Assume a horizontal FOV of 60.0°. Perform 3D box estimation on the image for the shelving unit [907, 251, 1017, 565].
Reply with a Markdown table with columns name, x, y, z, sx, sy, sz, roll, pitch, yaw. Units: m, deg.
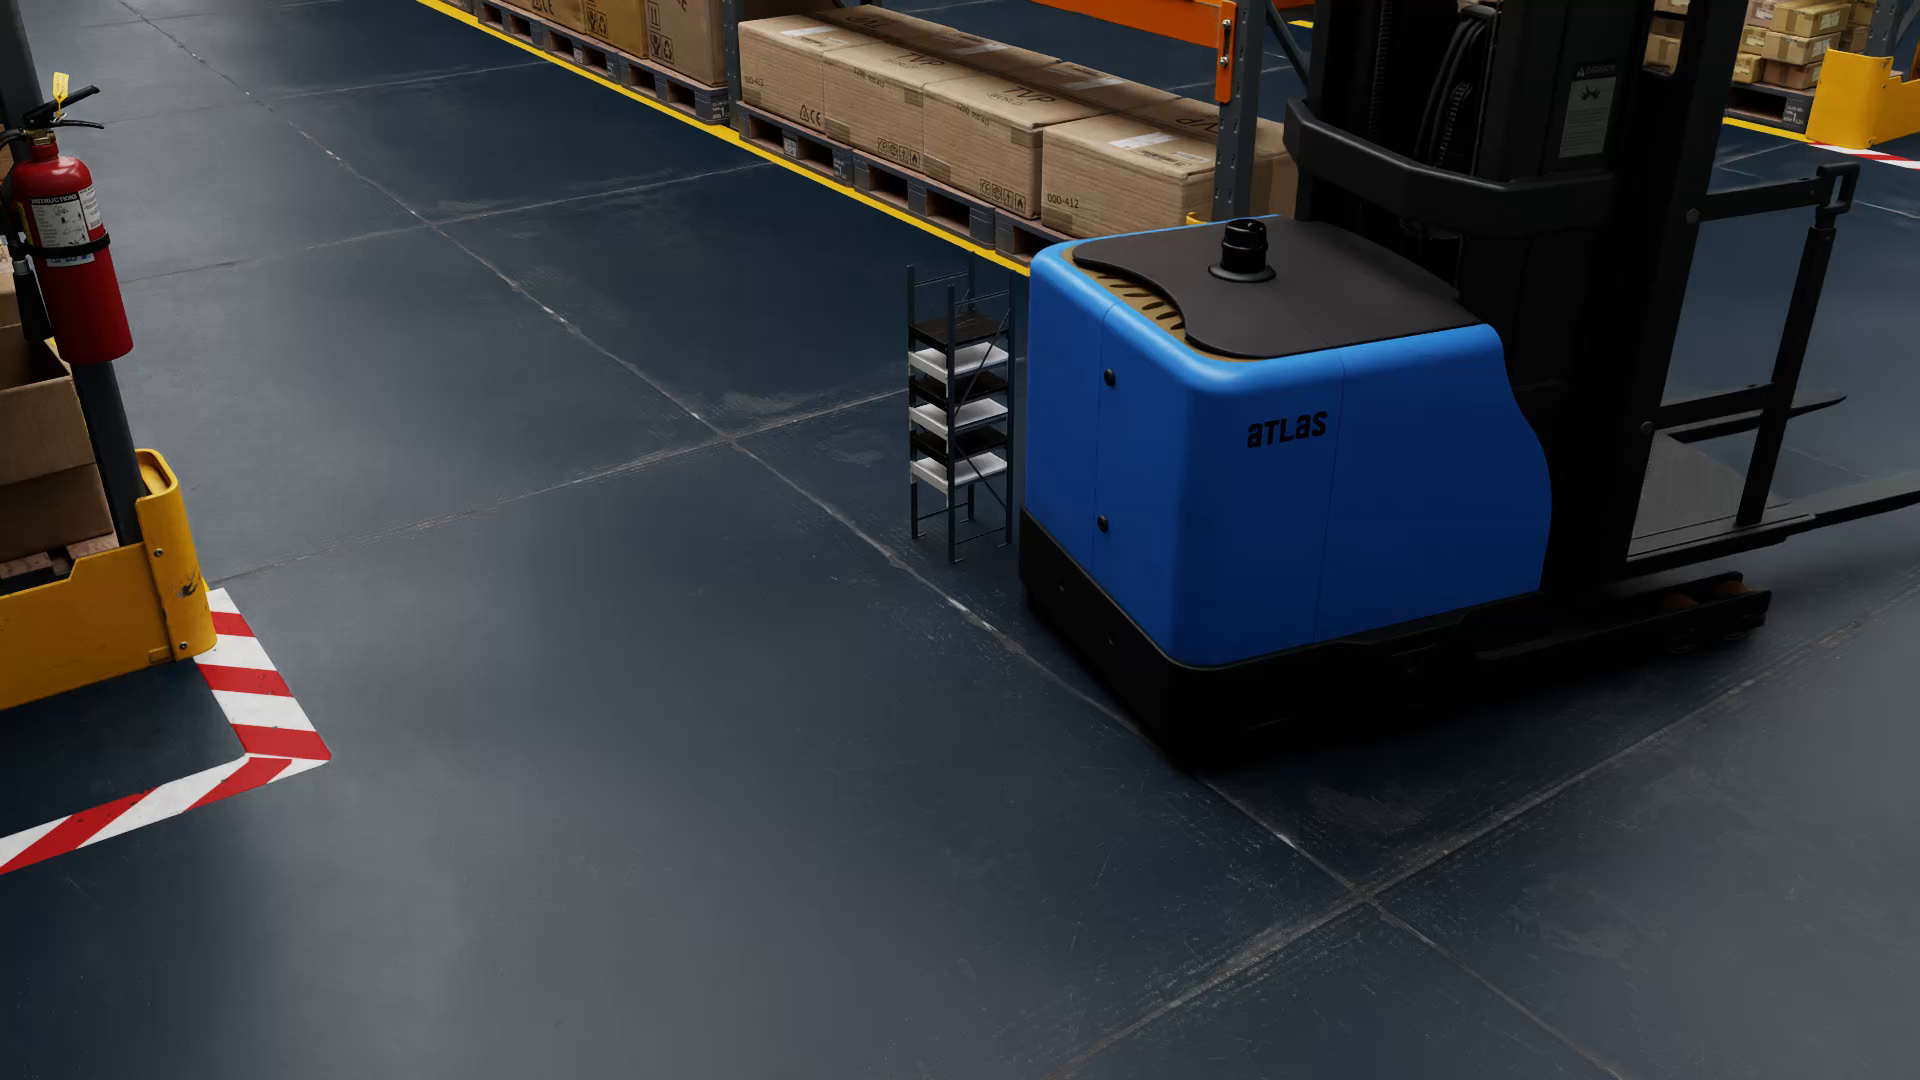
| name | x | y | z | sx | sy | sz | roll | pitch | yaw |
| --- | --- | --- | --- | --- | --- | --- | --- | --- | --- |
| shelving unit | 0.005 | -0.392 | 5.029 | 0.258 | 0.900 | 0.210 | -19 | 34 | -31 |

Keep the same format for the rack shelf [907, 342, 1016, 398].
| name | x | y | z | sx | sy | sz | roll | pitch | yaw |
| --- | --- | --- | --- | --- | --- | --- | --- | --- | --- |
| rack shelf | 0.005 | -0.521 | 4.959 | 0.258 | 0.077 | 0.200 | -19 | 34 | -31 |

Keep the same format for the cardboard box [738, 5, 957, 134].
| name | x | y | z | sx | sy | sz | roll | pitch | yaw |
| --- | --- | --- | --- | --- | --- | --- | --- | --- | --- |
| cardboard box | -0.614 | -2.605 | 9.149 | 0.875 | 0.438 | 0.875 | -19 | 34 | -31 |

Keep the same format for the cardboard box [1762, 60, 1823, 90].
| name | x | y | z | sx | sy | sz | roll | pitch | yaw |
| --- | --- | --- | --- | --- | --- | --- | --- | --- | --- |
| cardboard box | 4.927 | -2.754 | 9.724 | 0.380 | 0.149 | 0.250 | -18 | 33 | -30 |

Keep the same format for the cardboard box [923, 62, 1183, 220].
| name | x | y | z | sx | sy | sz | roll | pitch | yaw |
| --- | --- | --- | --- | --- | --- | --- | --- | --- | --- |
| cardboard box | 0.427 | -1.906 | 7.862 | 0.875 | 0.438 | 0.875 | -18 | 33 | -29 |

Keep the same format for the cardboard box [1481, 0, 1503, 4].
| name | x | y | z | sx | sy | sz | roll | pitch | yaw |
| --- | --- | --- | --- | --- | --- | --- | --- | --- | --- |
| cardboard box | 3.717 | -3.685 | 11.128 | 0.380 | 0.149 | 0.250 | -17 | 33 | -28 |

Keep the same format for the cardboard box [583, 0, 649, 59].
| name | x | y | z | sx | sy | sz | roll | pitch | yaw |
| --- | --- | --- | --- | --- | --- | --- | --- | --- | --- |
| cardboard box | -1.846 | -3.639 | 10.594 | 0.875 | 0.875 | 0.875 | -18 | 33 | -29 |

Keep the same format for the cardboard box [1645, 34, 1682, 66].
| name | x | y | z | sx | sy | sz | roll | pitch | yaw |
| --- | --- | --- | --- | --- | --- | --- | --- | --- | --- |
| cardboard box | 4.459 | -3.044 | 10.260 | 0.380 | 0.149 | 0.250 | -18 | 33 | -30 |

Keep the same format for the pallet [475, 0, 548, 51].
| name | x | y | z | sx | sy | sz | roll | pitch | yaw |
| --- | --- | --- | --- | --- | --- | --- | --- | --- | --- |
| pallet | -2.816 | -3.823 | 12.067 | 1.003 | 0.211 | 1.213 | -19 | 34 | -31 |

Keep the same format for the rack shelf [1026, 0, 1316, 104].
| name | x | y | z | sx | sy | sz | roll | pitch | yaw |
| --- | --- | --- | --- | --- | --- | --- | --- | --- | --- |
| rack shelf | 0.269 | -2.727 | 7.881 | 1.077 | 0.370 | 4.000 | -19 | 34 | -31 |

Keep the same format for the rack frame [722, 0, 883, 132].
| name | x | y | z | sx | sy | sz | roll | pitch | yaw |
| --- | --- | --- | --- | --- | --- | --- | --- | --- | --- |
| rack frame | -0.891 | -3.820 | 9.141 | 1.000 | 3.000 | 0.127 | -19 | 34 | -31 |

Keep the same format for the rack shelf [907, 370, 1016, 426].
| name | x | y | z | sx | sy | sz | roll | pitch | yaw |
| --- | --- | --- | --- | --- | --- | --- | --- | --- | --- |
| rack shelf | 0.005 | -0.442 | 5.002 | 0.258 | 0.077 | 0.200 | -19 | 34 | -31 |

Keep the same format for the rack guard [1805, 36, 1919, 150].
| name | x | y | z | sx | sy | sz | roll | pitch | yaw |
| --- | --- | --- | --- | --- | --- | --- | --- | --- | --- |
| rack guard | 5.359 | -2.606 | 9.525 | 1.175 | 0.500 | 0.348 | -19 | 34 | -31 |

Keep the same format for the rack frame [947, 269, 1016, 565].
| name | x | y | z | sx | sy | sz | roll | pitch | yaw |
| --- | --- | --- | --- | --- | --- | --- | --- | --- | --- |
| rack frame | 0.064 | -0.353 | 4.957 | 0.240 | 0.900 | 0.006 | -19 | 34 | -31 |

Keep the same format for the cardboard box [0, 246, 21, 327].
| name | x | y | z | sx | sy | sz | roll | pitch | yaw |
| --- | --- | --- | --- | --- | --- | --- | --- | --- | --- |
| cardboard box | -3.354 | -0.583 | 5.359 | 0.700 | 0.500 | 0.500 | -17 | 33 | -29 |

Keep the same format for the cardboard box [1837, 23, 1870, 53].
| name | x | y | z | sx | sy | sz | roll | pitch | yaw |
| --- | --- | --- | --- | --- | --- | --- | --- | --- | --- |
| cardboard box | 5.308 | -3.012 | 9.889 | 0.380 | 0.149 | 0.250 | -17 | 33 | -29 |

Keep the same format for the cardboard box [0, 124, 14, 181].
| name | x | y | z | sx | sy | sz | roll | pitch | yaw |
| --- | --- | --- | --- | --- | --- | --- | --- | --- | --- |
| cardboard box | -2.579 | -0.983 | 4.180 | 0.380 | 0.149 | 0.250 | -19 | 34 | -31 |

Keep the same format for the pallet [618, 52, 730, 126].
| name | x | y | z | sx | sy | sz | roll | pitch | yaw |
| --- | --- | --- | --- | --- | --- | --- | --- | --- | --- |
| pallet | -1.400 | -2.874 | 10.321 | 1.003 | 0.211 | 1.213 | -19 | 34 | -31 |

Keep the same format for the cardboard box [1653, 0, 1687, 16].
| name | x | y | z | sx | sy | sz | roll | pitch | yaw |
| --- | --- | --- | --- | --- | --- | --- | --- | --- | --- |
| cardboard box | 4.438 | -3.301 | 10.109 | 0.380 | 0.149 | 0.250 | -20 | 34 | -33 |

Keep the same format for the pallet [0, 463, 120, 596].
| name | x | y | z | sx | sy | sz | roll | pitch | yaw |
| --- | --- | --- | --- | --- | --- | --- | --- | --- | --- |
| pallet | -3.119 | -0.003 | 5.035 | 1.003 | 0.211 | 1.213 | -19 | 34 | -31 |

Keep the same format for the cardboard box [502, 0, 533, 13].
| name | x | y | z | sx | sy | sz | roll | pitch | yaw |
| --- | --- | --- | --- | --- | --- | --- | --- | --- | --- |
| cardboard box | -2.878 | -4.335 | 11.875 | 0.875 | 0.875 | 0.875 | -19 | 34 | -31 |

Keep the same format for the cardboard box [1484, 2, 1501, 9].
| name | x | y | z | sx | sy | sz | roll | pitch | yaw |
| --- | --- | --- | --- | --- | --- | --- | --- | --- | --- |
| cardboard box | 3.745 | -3.566 | 11.220 | 0.380 | 0.149 | 0.250 | -20 | 35 | -33 |

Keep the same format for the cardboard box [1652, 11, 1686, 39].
| name | x | y | z | sx | sy | sz | roll | pitch | yaw |
| --- | --- | --- | --- | --- | --- | --- | --- | --- | --- |
| cardboard box | 4.489 | -3.198 | 10.231 | 0.380 | 0.149 | 0.250 | -19 | 34 | -31 |

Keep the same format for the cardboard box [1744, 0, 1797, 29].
| name | x | y | z | sx | sy | sz | roll | pitch | yaw |
| --- | --- | --- | --- | --- | --- | --- | --- | --- | --- |
| cardboard box | 4.790 | -3.117 | 9.771 | 0.380 | 0.149 | 0.250 | -18 | 33 | -30 |

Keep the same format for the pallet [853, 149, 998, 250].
| name | x | y | z | sx | sy | sz | roll | pitch | yaw |
| --- | --- | --- | --- | --- | --- | --- | --- | --- | --- |
| pallet | 0.198 | -1.803 | 8.349 | 1.003 | 0.211 | 1.213 | -19 | 34 | -31 |

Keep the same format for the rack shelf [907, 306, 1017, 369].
| name | x | y | z | sx | sy | sz | roll | pitch | yaw |
| --- | --- | --- | --- | --- | --- | --- | --- | --- | --- |
| rack shelf | 0.005 | -0.600 | 4.916 | 0.258 | 0.077 | 0.200 | -19 | 34 | -31 |

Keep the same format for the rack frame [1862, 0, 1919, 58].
| name | x | y | z | sx | sy | sz | roll | pitch | yaw |
| --- | --- | --- | --- | --- | --- | --- | --- | --- | --- |
| rack frame | 5.403 | -3.675 | 8.874 | 1.000 | 3.000 | 0.127 | -19 | 34 | -31 |

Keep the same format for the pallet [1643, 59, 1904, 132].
| name | x | y | z | sx | sy | sz | roll | pitch | yaw |
| --- | --- | --- | --- | --- | --- | --- | --- | --- | --- |
| pallet | 4.916 | -2.805 | 10.193 | 1.003 | 0.211 | 1.213 | -19 | 34 | -31 |

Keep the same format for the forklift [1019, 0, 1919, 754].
| name | x | y | z | sx | sy | sz | roll | pitch | yaw |
| --- | --- | --- | --- | --- | --- | --- | --- | --- | --- |
| forklift | 1.741 | -1.190 | 4.370 | 3.031 | 2.935 | 1.130 | -11 | 30 | -19 |

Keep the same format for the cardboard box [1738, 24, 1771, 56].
| name | x | y | z | sx | sy | sz | roll | pitch | yaw |
| --- | --- | --- | --- | --- | --- | --- | --- | --- | --- |
| cardboard box | 4.756 | -2.980 | 9.830 | 0.380 | 0.149 | 0.250 | -20 | 34 | -32 |

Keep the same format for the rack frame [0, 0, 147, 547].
| name | x | y | z | sx | sy | sz | roll | pitch | yaw |
| --- | --- | --- | --- | --- | --- | --- | --- | --- | --- |
| rack frame | -2.612 | -0.890 | 3.745 | 1.000 | 3.000 | 0.127 | -19 | 34 | -31 |
